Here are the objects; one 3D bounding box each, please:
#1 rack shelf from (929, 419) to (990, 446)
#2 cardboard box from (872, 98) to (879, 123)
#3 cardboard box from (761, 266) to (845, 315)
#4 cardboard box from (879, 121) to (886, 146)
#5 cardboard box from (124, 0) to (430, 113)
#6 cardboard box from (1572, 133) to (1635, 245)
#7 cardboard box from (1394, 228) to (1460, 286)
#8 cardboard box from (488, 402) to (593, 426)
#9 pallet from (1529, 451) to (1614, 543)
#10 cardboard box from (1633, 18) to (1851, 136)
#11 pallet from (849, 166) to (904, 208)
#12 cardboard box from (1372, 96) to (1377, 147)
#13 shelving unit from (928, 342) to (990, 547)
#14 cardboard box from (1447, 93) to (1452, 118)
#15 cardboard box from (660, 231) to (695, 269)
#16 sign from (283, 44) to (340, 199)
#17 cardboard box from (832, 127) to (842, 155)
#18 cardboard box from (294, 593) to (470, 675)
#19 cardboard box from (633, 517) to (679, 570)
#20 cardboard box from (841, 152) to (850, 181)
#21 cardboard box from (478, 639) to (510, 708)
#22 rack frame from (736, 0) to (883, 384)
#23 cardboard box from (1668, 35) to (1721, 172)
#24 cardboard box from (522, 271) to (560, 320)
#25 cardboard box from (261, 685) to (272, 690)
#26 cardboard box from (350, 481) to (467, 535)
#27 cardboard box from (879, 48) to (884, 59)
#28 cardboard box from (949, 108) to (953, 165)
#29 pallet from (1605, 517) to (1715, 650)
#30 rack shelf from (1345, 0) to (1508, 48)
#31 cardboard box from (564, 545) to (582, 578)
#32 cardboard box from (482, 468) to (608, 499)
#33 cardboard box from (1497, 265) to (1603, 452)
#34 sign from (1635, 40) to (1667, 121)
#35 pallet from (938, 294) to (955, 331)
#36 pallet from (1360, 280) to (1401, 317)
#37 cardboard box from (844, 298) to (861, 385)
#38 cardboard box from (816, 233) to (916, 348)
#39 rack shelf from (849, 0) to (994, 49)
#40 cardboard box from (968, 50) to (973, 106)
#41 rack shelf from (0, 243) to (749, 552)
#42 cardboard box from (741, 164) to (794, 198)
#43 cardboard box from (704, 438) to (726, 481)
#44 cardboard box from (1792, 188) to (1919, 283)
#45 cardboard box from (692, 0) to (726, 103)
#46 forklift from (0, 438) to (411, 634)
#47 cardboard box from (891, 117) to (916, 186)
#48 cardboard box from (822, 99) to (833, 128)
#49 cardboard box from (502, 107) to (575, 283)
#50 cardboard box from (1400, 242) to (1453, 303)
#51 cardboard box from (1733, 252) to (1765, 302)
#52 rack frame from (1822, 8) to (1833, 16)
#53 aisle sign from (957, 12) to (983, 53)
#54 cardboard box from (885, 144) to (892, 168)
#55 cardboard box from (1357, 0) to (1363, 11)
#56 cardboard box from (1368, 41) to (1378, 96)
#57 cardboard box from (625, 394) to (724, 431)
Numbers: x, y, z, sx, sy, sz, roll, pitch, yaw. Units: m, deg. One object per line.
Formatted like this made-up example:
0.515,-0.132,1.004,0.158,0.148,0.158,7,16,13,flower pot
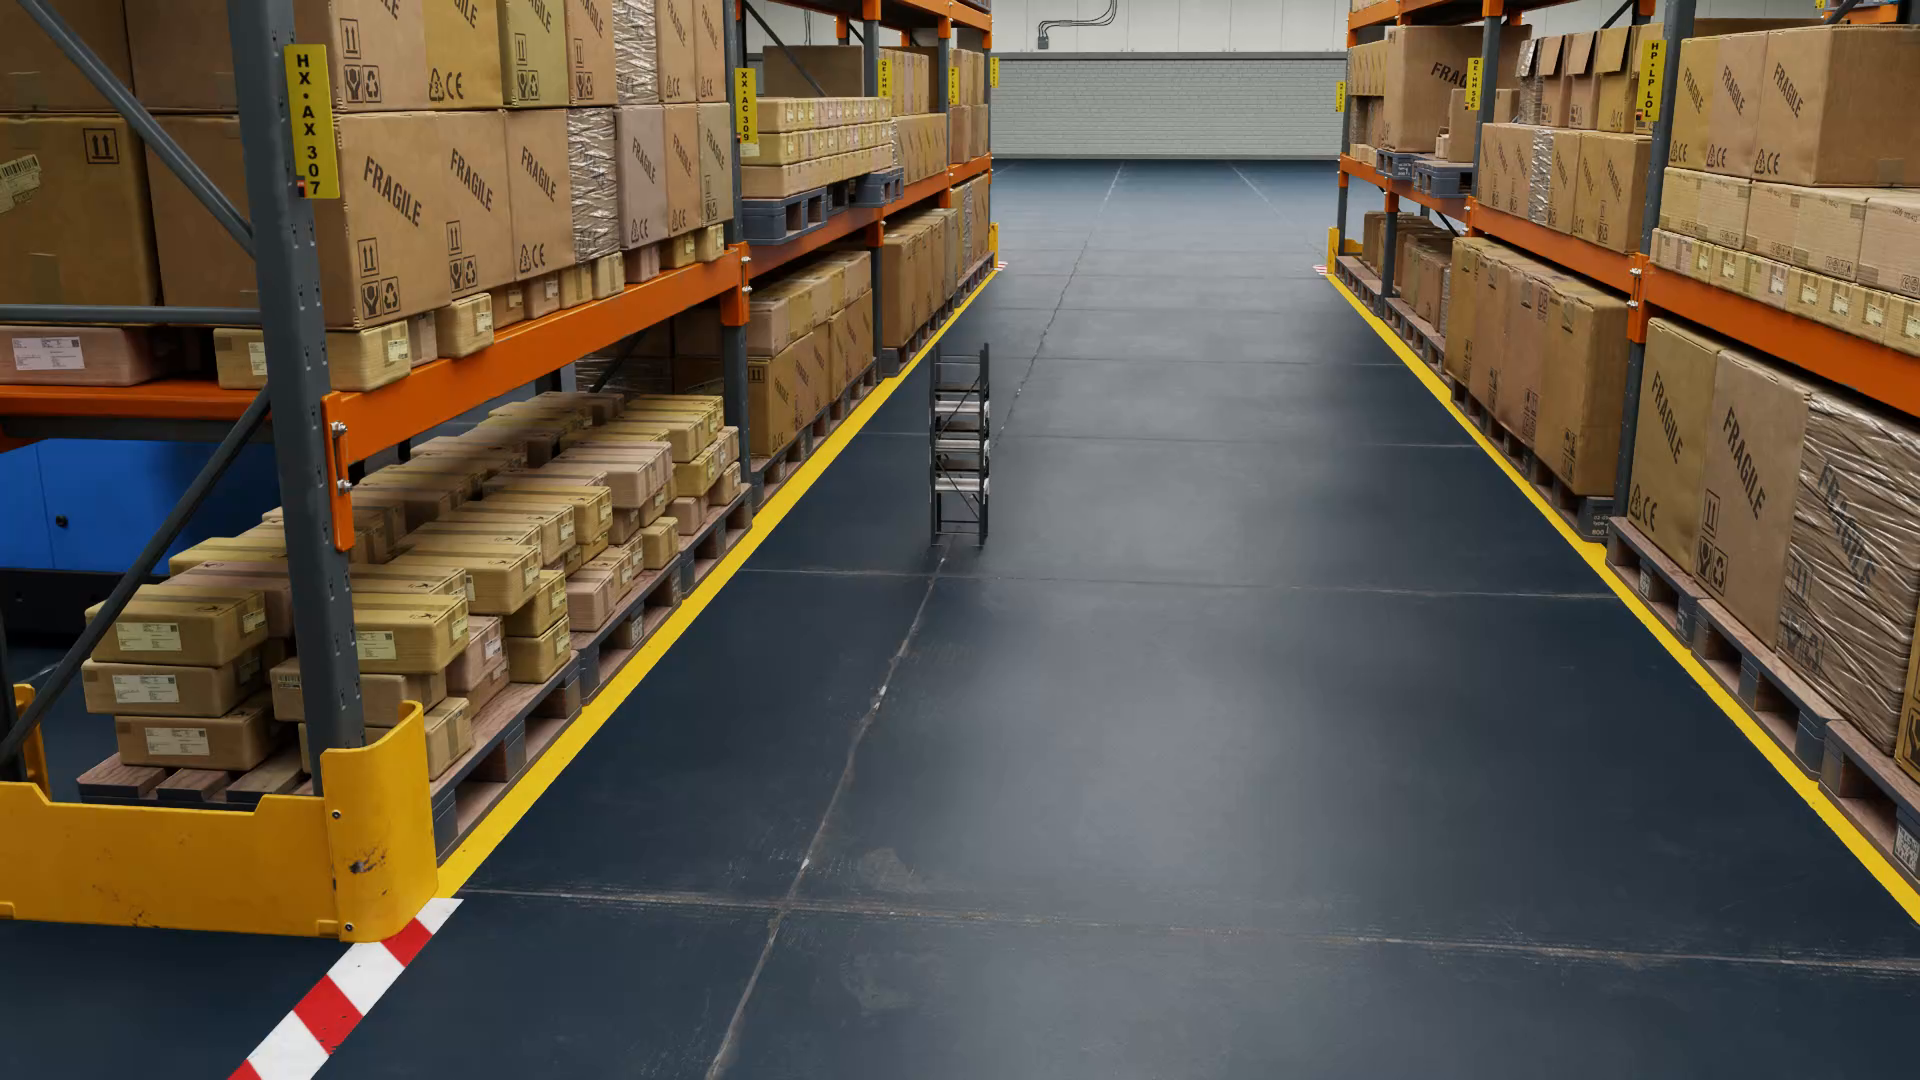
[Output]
-0.001,-0.487,7.522,0.258,0.077,0.200,2,15,6,rack shelf
-0.712,-2.679,10.359,0.380,0.149,0.250,2,15,8,cardboard box
-0.988,-1.494,9.988,0.500,0.250,0.500,2,15,8,cardboard box
-0.684,-2.598,10.630,0.380,0.149,0.250,2,15,8,cardboard box
-1.641,-1.292,4.016,0.500,0.500,0.500,2,15,6,cardboard box
3.257,-1.680,7.936,0.500,0.500,0.500,2,15,8,cardboard box
4.458,-2.696,15.871,0.500,0.500,0.500,7,17,24,cardboard box
-1.839,-0.507,7.308,0.380,0.149,0.250,2,15,9,cardboard box
3.425,-0.230,8.109,1.003,0.211,1.213,2,15,6,pallet
3.477,-2.072,7.466,0.797,0.503,0.637,1,15,5,cardboard box
-1.027,-2.303,10.800,1.213,0.211,1.003,2,15,6,pallet
4.573,-4.145,16.484,0.875,0.500,0.500,2,15,6,cardboard box
-0.001,-0.432,7.537,0.258,0.900,0.210,2,15,6,shelving unit
4.212,-3.249,12.929,0.797,0.503,0.637,3,15,12,cardboard box
-1.314,-1.206,6.858,0.380,0.149,0.250,2,15,8,cardboard box
-1.416,-0.911,3.625,0.100,0.325,0.005,2,15,6,sign
-0.859,-2.200,9.160,0.380,0.149,0.250,1,15,5,cardboard box
-1.559,0.252,4.502,0.380,0.149,0.250,1,15,4,cardboard box
-1.326,0.007,6.545,0.380,0.149,0.250,2,15,6,cardboard box
-0.829,-2.120,9.434,0.380,0.149,0.250,1,15,4,cardboard box
-1.609,0.403,5.081,0.380,0.149,0.250,2,15,7,cardboard box
-1.053,-2.584,11.470,1.000,3.000,0.127,2,15,6,rack frame
3.105,-1.690,6.448,0.500,0.500,0.500,2,15,6,cardboard box
-1.518,-0.801,5.360,0.380,0.149,0.250,1,15,5,cardboard box
-2.175,0.452,4.900,0.380,0.149,0.250,2,15,8,cardboard box
-1.952,-0.103,5.815,0.380,0.149,0.250,1,15,4,cardboard box
-0.936,-3.362,12.241,0.700,0.500,0.500,1,15,5,cardboard box
-0.532,-3.933,16.173,0.875,0.550,0.550,2,15,6,cardboard box
3.249,0.167,6.640,1.003,0.211,1.213,2,15,6,pallet
4.541,-5.068,16.290,1.077,0.370,4.000,2,15,6,rack shelf
-1.553,0.051,5.815,0.380,0.149,0.250,2,15,9,cardboard box
-1.496,-0.158,6.018,0.380,0.149,0.250,2,15,6,cardboard box
3.565,-0.949,8.692,1.225,0.875,0.875,1,15,4,cardboard box
2.873,-1.908,6.905,0.100,0.325,0.005,2,15,6,sign
-0.613,-2.073,14.923,1.003,0.211,1.213,2,15,6,pallet
4.356,-2.278,15.682,1.003,0.211,1.213,2,15,6,pallet
-0.929,-1.267,10.584,0.500,0.500,0.500,2,15,9,cardboard box
-0.895,-1.856,12.283,1.050,0.750,0.750,1,15,5,cardboard box
-0.376,-5.241,16.928,1.077,0.370,4.000,2,15,6,rack shelf
-0.329,-4.729,17.049,0.875,0.550,0.500,2,15,6,cardboard box
-1.730,-0.680,5.809,1.077,0.370,4.000,2,15,6,rack shelf
-1.002,-1.716,7.939,0.380,0.149,0.250,1,15,4,cardboard box
-1.242,-0.355,7.314,0.380,0.149,0.250,1,15,4,cardboard box
2.922,-0.940,5.109,0.500,0.250,0.500,2,15,6,cardboard box
-1.288,-2.091,6.971,0.500,0.500,0.500,1,15,4,cardboard box
-3.086,-1.392,7.196,1.130,2.935,3.031,2,15,8,forklift
-0.622,-3.003,12.830,0.500,0.500,0.500,2,15,6,cardboard box
-0.887,-2.273,8.860,0.380,0.149,0.250,2,15,6,cardboard box
-1.527,-1.075,5.130,0.500,0.500,0.500,2,15,7,cardboard box
4.225,-2.296,14.352,0.700,0.500,0.500,1,15,2,cardboard box
2.934,-0.915,5.779,0.380,0.149,0.250,1,15,5,cardboard box
9.688,-4.340,17.967,1.000,3.000,0.127,2,15,6,rack frame
0.156,-5.923,18.840,0.394,0.787,0.004,2,15,6,aisle sign
-0.652,-2.524,10.925,0.380,0.149,0.250,2,15,7,cardboard box
4.404,-5.610,17.205,0.500,0.250,0.500,1,15,5,cardboard box
4.205,-4.507,15.908,0.500,0.500,0.500,2,15,6,cardboard box
-1.285,-0.560,7.504,0.380,0.149,0.250,2,15,8,cardboard box
